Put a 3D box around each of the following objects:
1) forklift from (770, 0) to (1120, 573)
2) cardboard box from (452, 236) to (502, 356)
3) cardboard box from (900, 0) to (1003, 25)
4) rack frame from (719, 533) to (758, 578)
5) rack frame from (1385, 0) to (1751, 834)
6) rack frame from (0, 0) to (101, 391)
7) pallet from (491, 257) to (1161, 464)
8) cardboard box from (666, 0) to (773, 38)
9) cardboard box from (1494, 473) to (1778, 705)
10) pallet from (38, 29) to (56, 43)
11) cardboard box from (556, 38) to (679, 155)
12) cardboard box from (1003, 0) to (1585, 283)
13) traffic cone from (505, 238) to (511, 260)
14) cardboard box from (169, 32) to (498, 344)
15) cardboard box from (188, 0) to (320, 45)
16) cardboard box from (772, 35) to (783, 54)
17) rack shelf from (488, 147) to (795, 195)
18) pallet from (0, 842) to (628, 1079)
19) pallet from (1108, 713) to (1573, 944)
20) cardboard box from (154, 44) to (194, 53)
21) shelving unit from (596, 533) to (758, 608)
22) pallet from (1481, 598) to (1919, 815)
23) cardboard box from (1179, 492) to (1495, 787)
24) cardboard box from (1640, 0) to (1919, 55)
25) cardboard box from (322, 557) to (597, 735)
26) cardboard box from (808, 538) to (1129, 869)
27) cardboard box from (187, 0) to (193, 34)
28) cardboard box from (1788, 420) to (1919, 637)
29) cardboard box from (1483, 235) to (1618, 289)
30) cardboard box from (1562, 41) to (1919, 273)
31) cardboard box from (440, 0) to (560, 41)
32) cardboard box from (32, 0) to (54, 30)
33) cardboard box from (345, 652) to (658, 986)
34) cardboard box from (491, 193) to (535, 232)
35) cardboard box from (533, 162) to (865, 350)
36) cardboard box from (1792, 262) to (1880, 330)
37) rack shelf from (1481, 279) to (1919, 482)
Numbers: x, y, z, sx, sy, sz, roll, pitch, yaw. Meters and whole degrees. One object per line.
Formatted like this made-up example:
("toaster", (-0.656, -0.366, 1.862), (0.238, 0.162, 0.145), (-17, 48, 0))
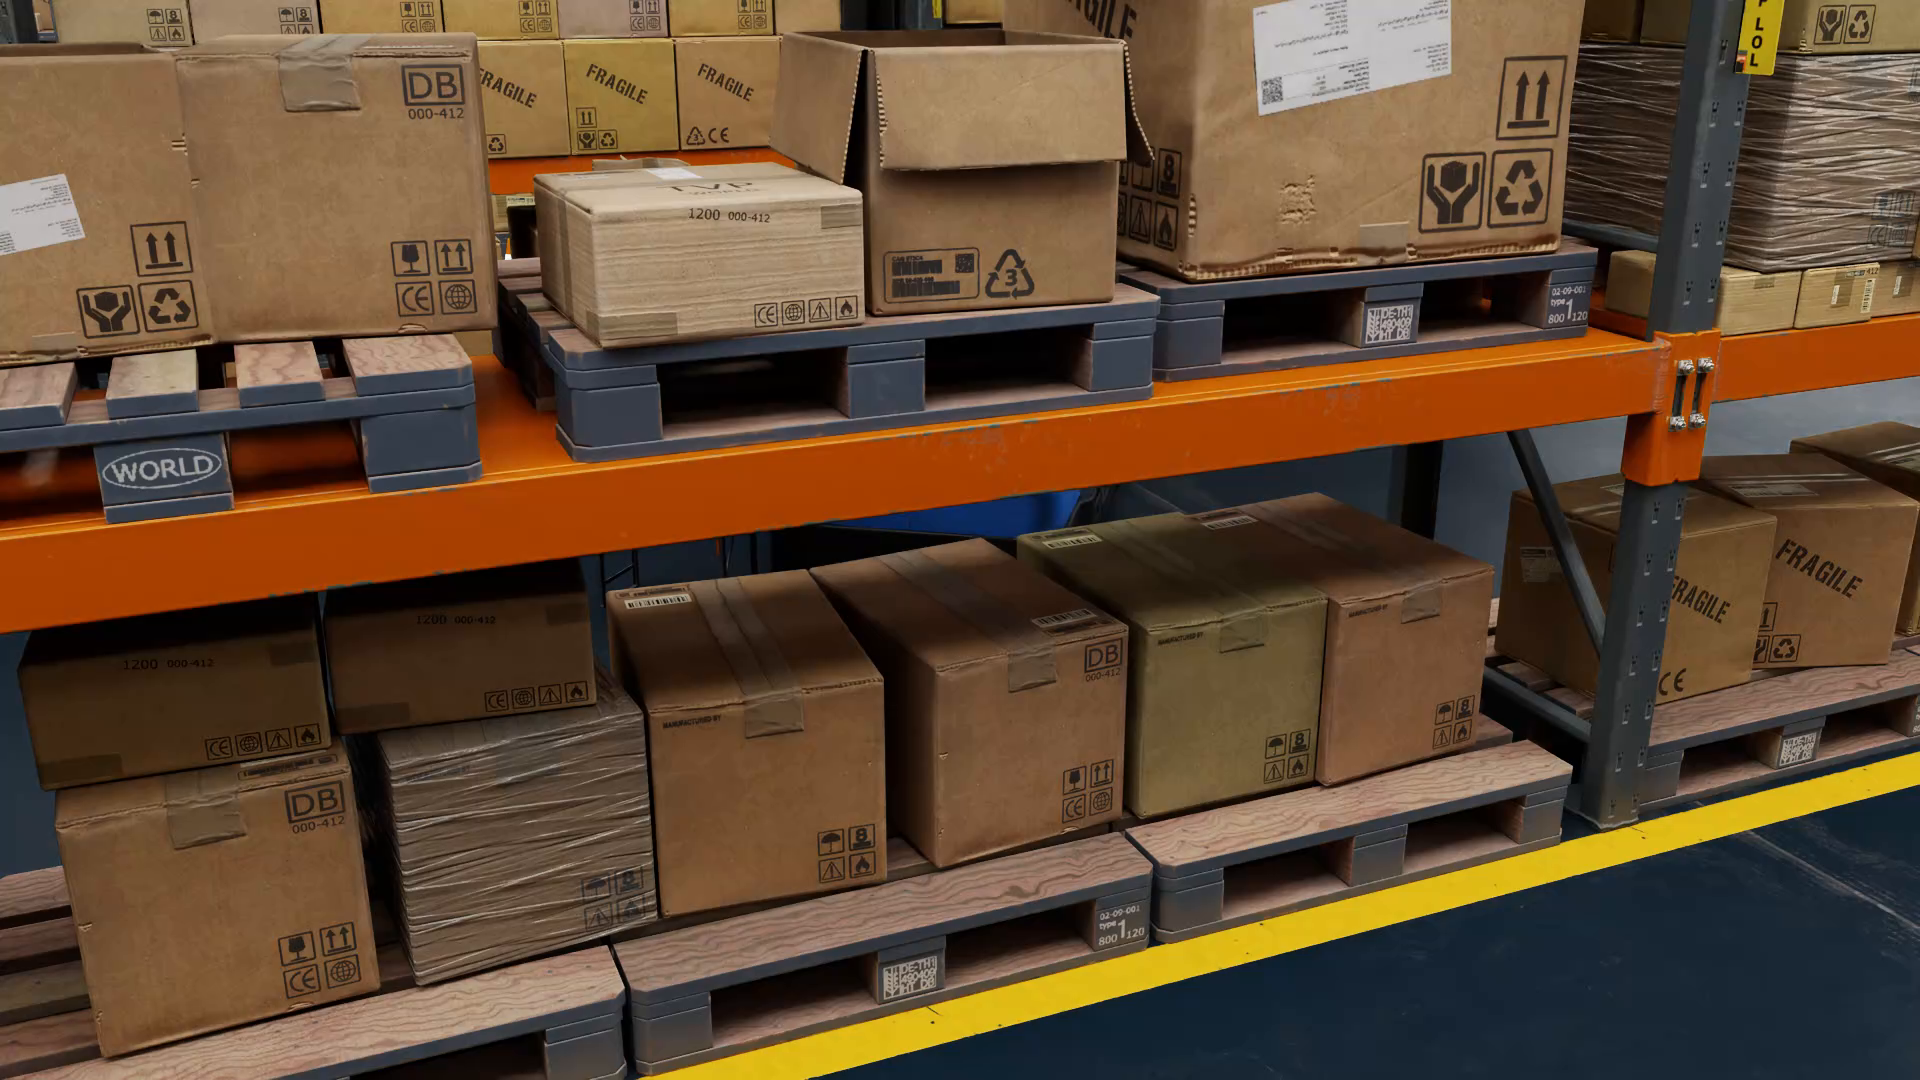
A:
("forklift", (0.133, -1.608, 6.674), (1.130, 2.935, 3.031), (4, 20, 11))
("cardboard box", (-2.613, -1.114, 7.924), (0.750, 0.750, 1.050), (-8, 21, -21))
("cardboard box", (0.016, -2.952, 8.539), (0.550, 0.550, 0.875), (-8, 21, -22))
("rack frame", (-0.760, -0.306, 5.584), (0.015, 1.200, 0.240), (7, 21, 20))
("rack frame", (1.535, -0.808, 4.302), (0.127, 3.000, 1.000), (-8, 21, -22))
("rack frame", (-4.010, -1.808, 7.141), (0.127, 3.000, 1.000), (-8, 21, -22))
("pallet", (-0.336, -0.465, 3.614), (1.213, 0.211, 1.003), (-8, 21, -22))
("cardboard box", (-1.262, -2.718, 8.068), (0.500, 0.500, 0.700), (-9, 21, -23))
("cardboard box", (1.918, 0.132, 4.762), (0.500, 0.500, 0.500), (-9, 21, -24))
("pallet", (-8.627, -4.616, 15.406), (1.003, 0.211, 1.213), (-8, 21, -22))
("cardboard box", (-1.638, -2.098, 7.814), (0.500, 0.500, 0.500), (-8, 21, -21))
("cardboard box", (0.750, -1.228, 3.957), (1.000, 1.000, 1.000), (-8, 21, -22))
("traffic cone", (-2.844, -1.701, 10.656), (0.334, 0.463, 0.336), (-8, 21, -22))
("cardboard box", (-1.185, -0.715, 3.252), (0.500, 0.500, 0.700), (-5, 20, -14))
("cardboard box", (-3.130, -2.450, 7.307), (0.500, 0.500, 0.700), (-8, 21, -23))
("cardboard box", (-0.710, -2.231, 8.192), (0.500, 0.500, 0.500), (-8, 21, -22))
("rack shelf", (-2.173, -1.732, 8.007), (4.000, 0.370, 1.077), (-8, 21, -22))
("pallet", (-1.420, 0.931, 3.561), (1.213, 0.211, 1.003), (-8, 21, -22))
("pallet", (0.821, 0.610, 4.473), (1.213, 0.211, 1.003), (-8, 21, -22))
("cardboard box", (-3.490, -1.832, 7.058), (0.500, 0.500, 0.500), (-8, 21, -21))
("shelving unit", (-0.988, -0.335, 5.667), (0.503, 1.200, 0.258), (7, 21, 20))
("pallet", (2.138, 0.408, 5.046), (1.213, 0.211, 1.003), (-8, 21, -22))
("cardboard box", (0.963, 0.237, 4.433), (0.500, 0.500, 0.700), (-10, 22, -26))
("cardboard box", (2.049, -1.449, 4.018), (0.500, 0.500, 0.500), (-8, 21, -22))
("cardboard box", (-1.051, 0.165, 3.508), (0.500, 0.250, 0.500), (-6, 20, -16))
("cardboard box", (0.004, 0.368, 4.062), (0.500, 0.500, 0.700), (-10, 22, -27))
("cardboard box", (-5.082, -3.749, 11.423), (0.500, 0.500, 0.500), (-7, 21, -19))
("cardboard box", (2.980, -0.051, 5.282), (0.500, 0.500, 0.500), (-10, 22, -27))
("cardboard box", (1.616, -0.808, 4.678), (0.250, 0.149, 0.380), (-8, 21, -22))
("cardboard box", (1.973, -1.036, 4.350), (0.500, 0.500, 0.875), (-8, 21, -22))
("cardboard box", (-2.190, -2.585, 7.692), (0.500, 0.500, 0.700), (-8, 21, -22))
("cardboard box", (-8.567, -5.043, 15.544), (0.500, 0.500, 0.500), (-7, 21, -19))
("cardboard box", (-1.026, 0.518, 3.635), (0.500, 0.500, 0.700), (-10, 22, -26))
("cardboard box", (-3.530, -2.624, 12.782), (0.625, 0.372, 0.950), (-7, 21, -19))
("cardboard box", (-0.508, -0.560, 3.189), (0.500, 0.250, 0.500), (-9, 21, -23))
("cardboard box", (2.086, -0.655, 4.245), (0.250, 0.149, 0.380), (-8, 21, -22))
("rack shelf", (3.372, -0.732, 5.168), (4.000, 0.370, 1.077), (-8, 21, -22))
